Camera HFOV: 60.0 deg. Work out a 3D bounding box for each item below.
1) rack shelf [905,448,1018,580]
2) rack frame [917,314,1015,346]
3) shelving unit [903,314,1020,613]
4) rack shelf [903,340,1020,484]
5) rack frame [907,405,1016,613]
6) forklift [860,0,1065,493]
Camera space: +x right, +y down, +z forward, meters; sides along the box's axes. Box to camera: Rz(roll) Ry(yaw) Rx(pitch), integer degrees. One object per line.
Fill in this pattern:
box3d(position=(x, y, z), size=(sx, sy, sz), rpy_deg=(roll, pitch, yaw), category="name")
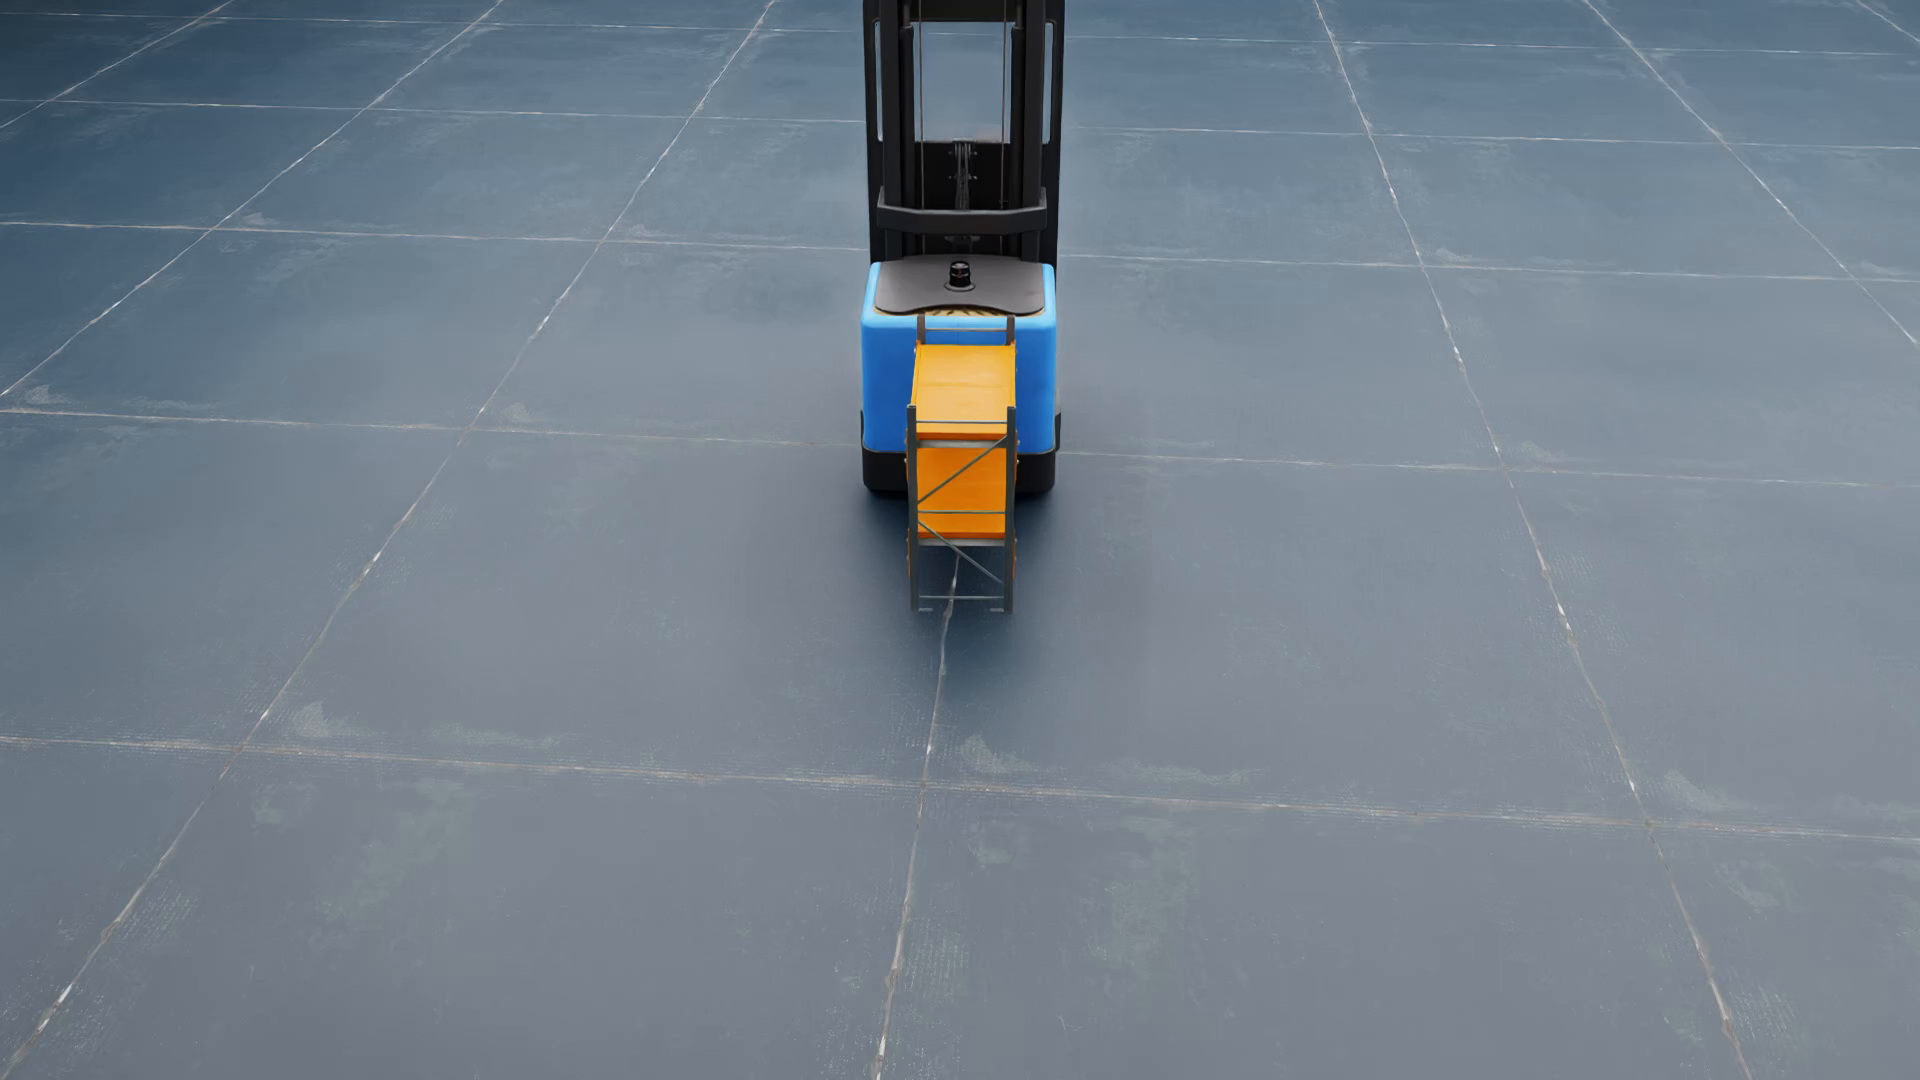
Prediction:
box3d(position=(0.018, -0.188, 8.449), size=(0.538, 0.278, 1.000), rpy_deg=(1, 32, 1), category="rack shelf")
box3d(position=(0.030, -0.663, 8.754), size=(0.500, 1.125, 0.032), rpy_deg=(1, 32, 1), category="rack frame")
box3d(position=(0.018, -0.396, 8.321), size=(0.538, 1.125, 1.048), rpy_deg=(1, 32, 1), category="shelving unit")
box3d(position=(0.018, -0.646, 8.167), size=(0.538, 0.278, 1.000), rpy_deg=(1, 32, 1), category="rack shelf")
box3d(position=(0.007, -0.130, 7.888), size=(0.500, 1.125, 0.032), rpy_deg=(1, 32, 1), category="rack frame")
box3d(position=(0.027, -2.243, 9.596), size=(1.130, 2.935, 3.031), rpy_deg=(1, 32, 1), category="forklift")
